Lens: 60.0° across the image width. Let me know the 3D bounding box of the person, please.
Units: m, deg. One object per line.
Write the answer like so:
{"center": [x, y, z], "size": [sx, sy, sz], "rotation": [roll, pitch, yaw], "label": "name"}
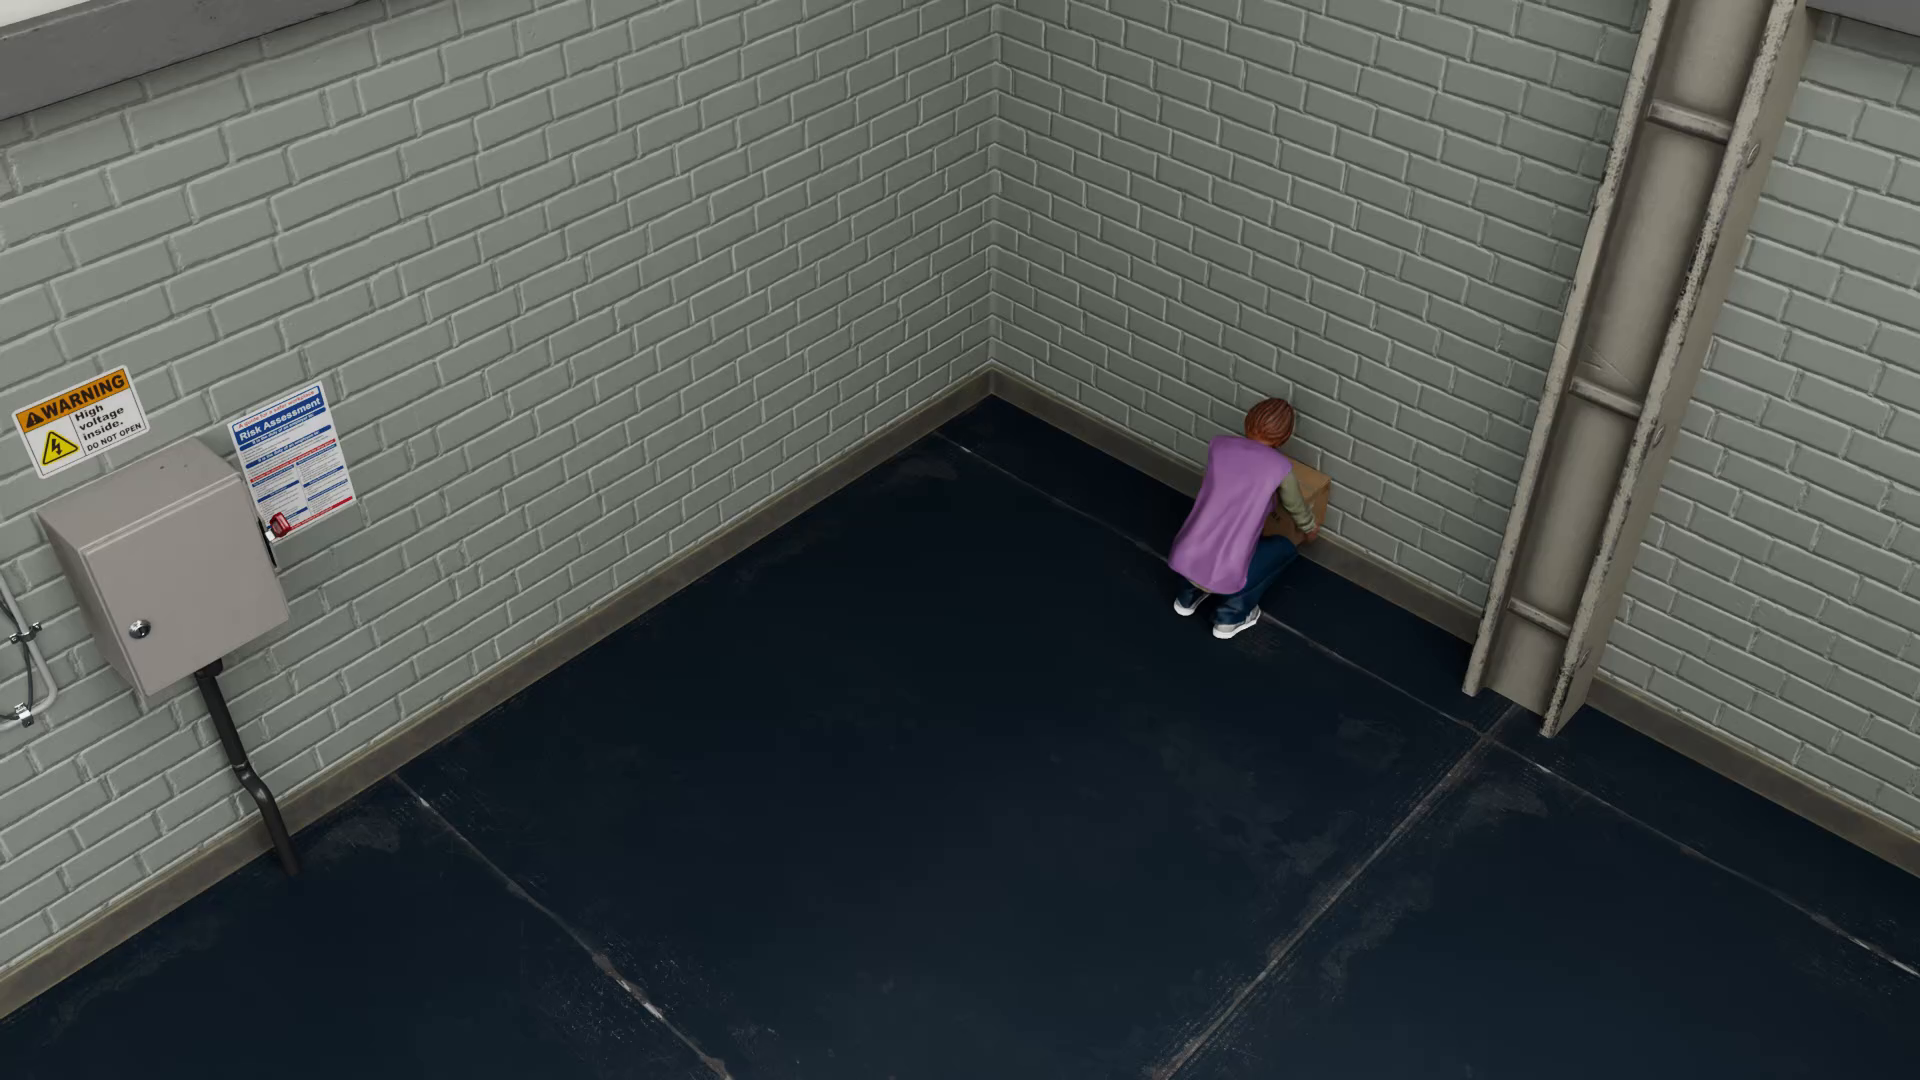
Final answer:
{"center": [1.171, -0.059, 6.859], "size": [0.450, 0.805, 0.805], "rotation": [30, 48, 31], "label": "person"}
